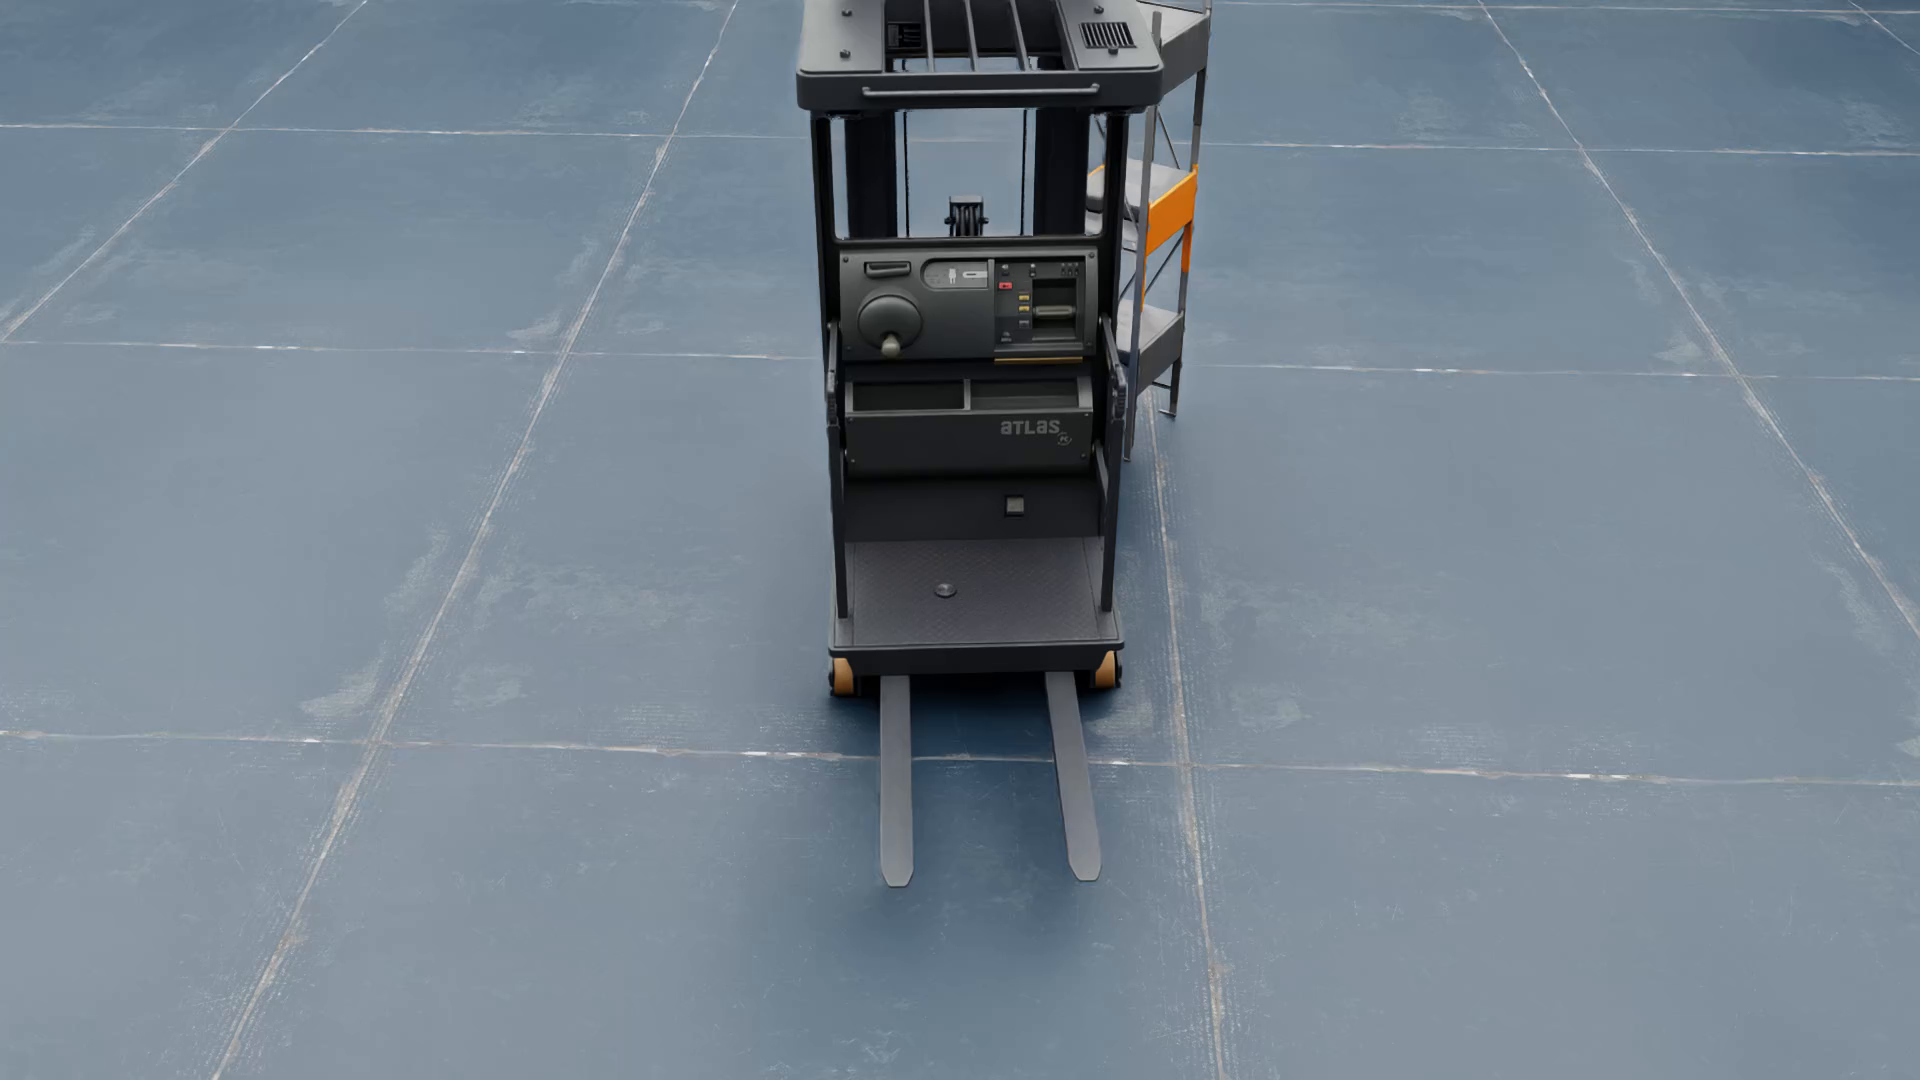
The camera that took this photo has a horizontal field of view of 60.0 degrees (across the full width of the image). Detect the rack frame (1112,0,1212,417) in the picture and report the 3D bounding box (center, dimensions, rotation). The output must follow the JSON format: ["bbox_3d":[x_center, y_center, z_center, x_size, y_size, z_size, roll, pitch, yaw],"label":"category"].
[{"bbox_3d":[0.882,-1.523,7.591,0.400,2.100,0.015,20,40,26],"label":"rack frame"}]

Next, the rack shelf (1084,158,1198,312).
[{"bbox_3d":[0.754,-1.393,7.429,0.431,0.518,0.480,20,40,26],"label":"rack shelf"}]

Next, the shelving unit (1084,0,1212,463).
[{"bbox_3d":[0.754,-1.404,7.421,0.431,2.100,0.503,20,40,26],"label":"shelving unit"}]

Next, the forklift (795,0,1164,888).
[{"bbox_3d":[0.044,-0.790,5.826,1.130,2.935,3.031,-1,35,-2],"label":"forklift"}]

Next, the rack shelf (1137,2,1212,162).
[{"bbox_3d":[0.754,-1.965,7.027,0.431,0.518,0.480,20,40,26],"label":"rack shelf"}]

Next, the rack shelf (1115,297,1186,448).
[{"bbox_3d":[0.754,-0.820,7.832,0.431,0.518,0.480,20,40,26],"label":"rack shelf"}]

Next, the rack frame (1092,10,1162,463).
[{"bbox_3d":[0.625,-1.285,7.252,0.400,2.100,0.015,20,40,26],"label":"rack frame"}]
